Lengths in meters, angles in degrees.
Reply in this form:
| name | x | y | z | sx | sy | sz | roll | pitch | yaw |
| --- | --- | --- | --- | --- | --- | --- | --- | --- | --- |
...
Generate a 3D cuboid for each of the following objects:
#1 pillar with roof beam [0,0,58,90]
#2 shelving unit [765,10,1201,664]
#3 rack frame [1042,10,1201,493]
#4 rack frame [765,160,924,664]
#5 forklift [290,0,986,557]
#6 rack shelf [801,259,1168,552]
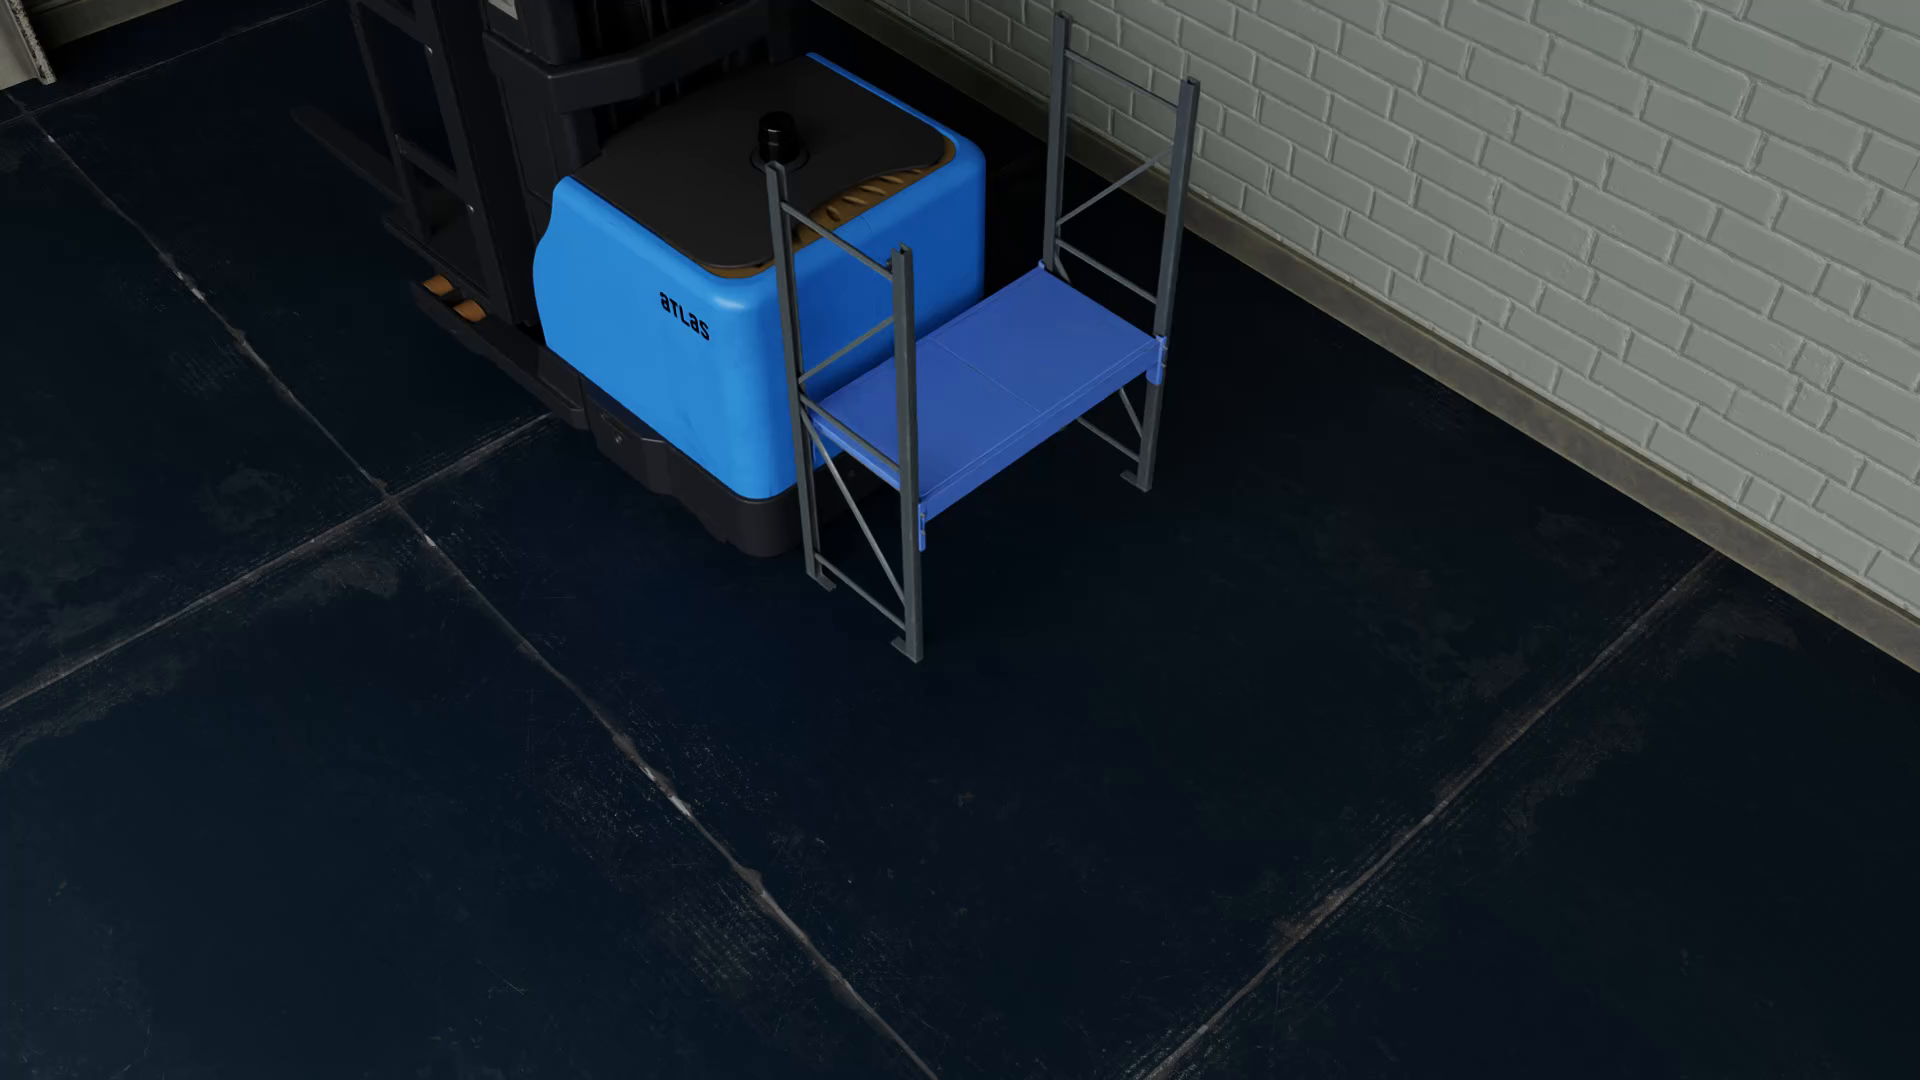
| name | x | y | z | sx | sy | sz | roll | pitch | yaw |
| --- | --- | --- | --- | --- | --- | --- | --- | --- | --- |
| pillar with roof beam | -1.176 | -2.645 | 1.567 | 0.400 | 9.000 | 9.100 | -34 | 56 | -27 |
| shelving unit | 0.074 | -0.542 | 4.729 | 1.048 | 1.500 | 0.538 | -35 | 56 | -28 |
| rack frame | 0.439 | -0.801 | 4.969 | 0.032 | 1.500 | 0.500 | -35 | 56 | -28 |
| rack frame | -0.292 | -0.282 | 4.490 | 0.032 | 1.500 | 0.500 | -35 | 56 | -28 |
| forklift | -1.309 | -1.916 | 5.024 | 3.031 | 2.935 | 1.130 | 36 | 57 | 28 |
| rack shelf | 0.074 | -0.420 | 4.861 | 1.000 | 0.185 | 0.538 | -35 | 56 | -28 |
